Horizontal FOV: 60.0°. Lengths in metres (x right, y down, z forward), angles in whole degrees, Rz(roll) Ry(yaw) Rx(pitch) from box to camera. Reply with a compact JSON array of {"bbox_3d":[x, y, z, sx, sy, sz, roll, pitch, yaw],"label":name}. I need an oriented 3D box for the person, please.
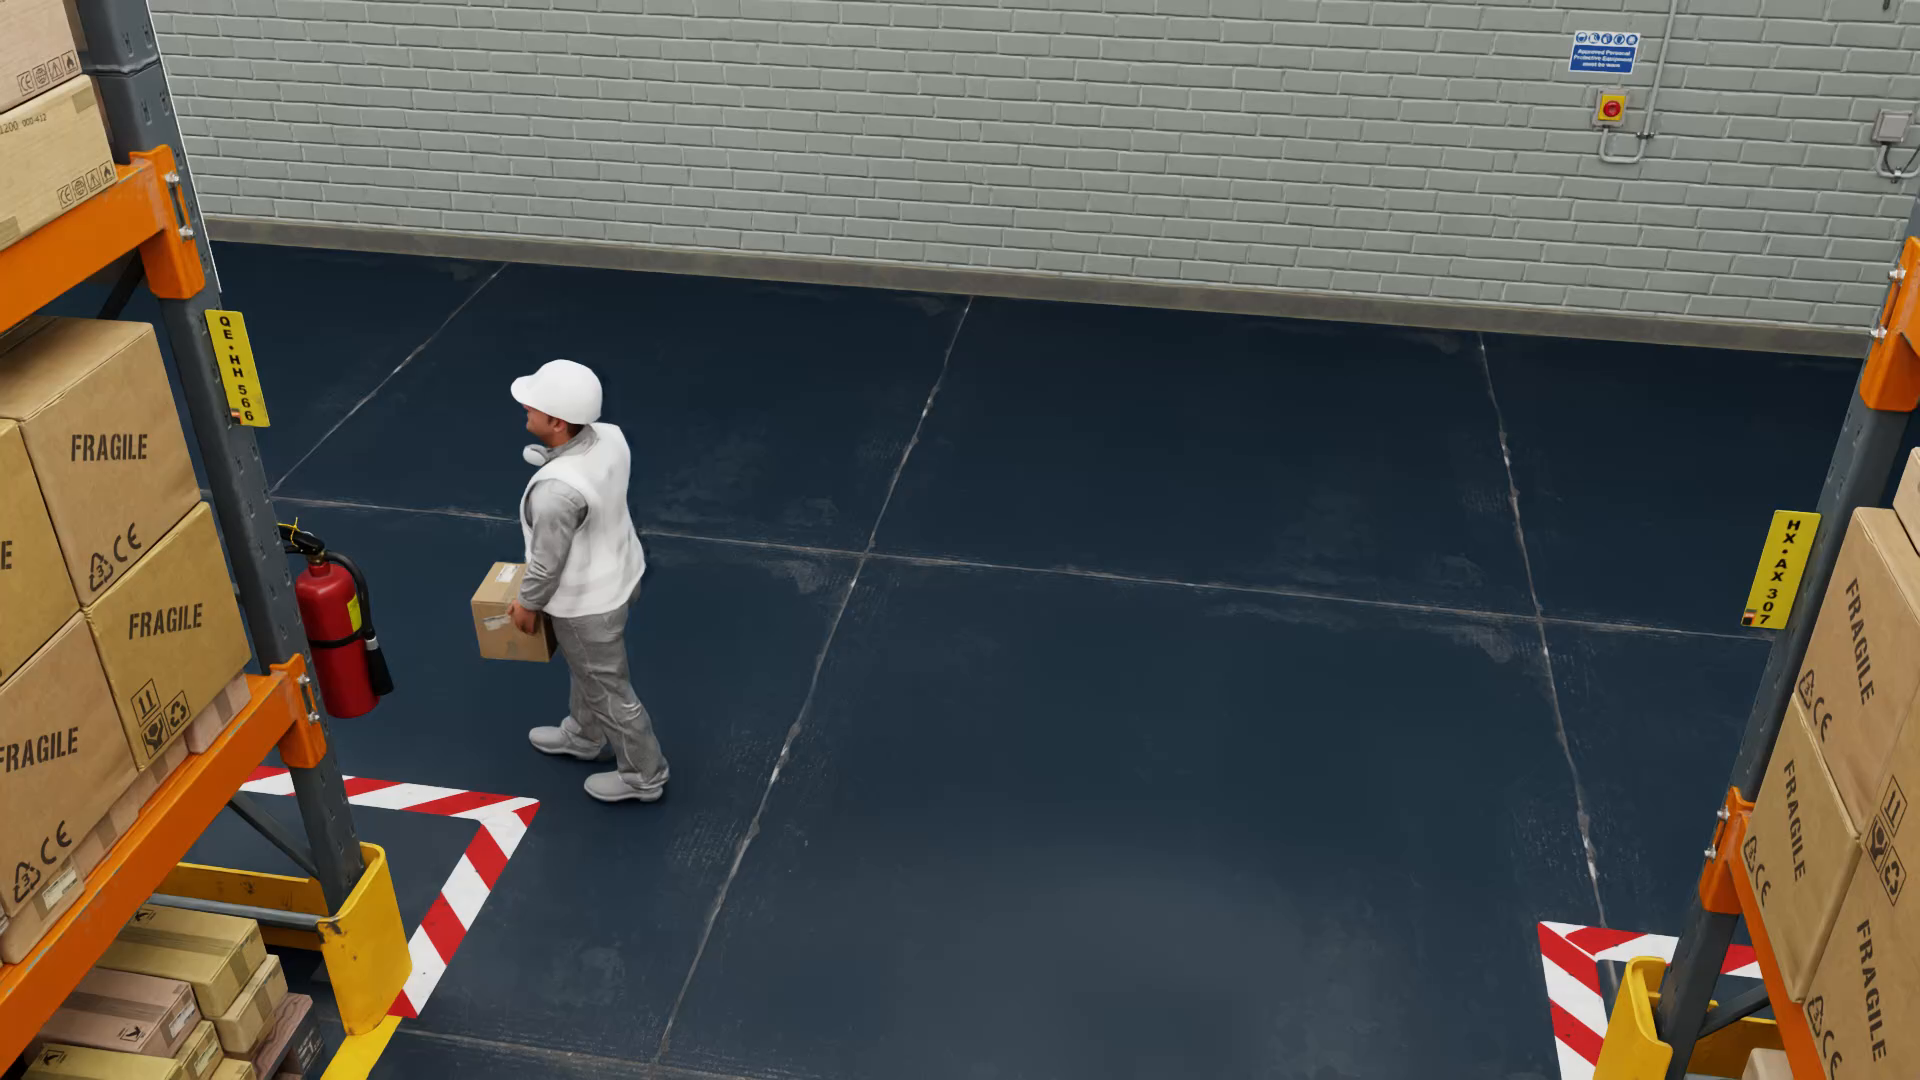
[{"bbox_3d":[-1.393,0.165,5.828,0.633,1.769,0.539,5,33,8],"label":"person"}]
